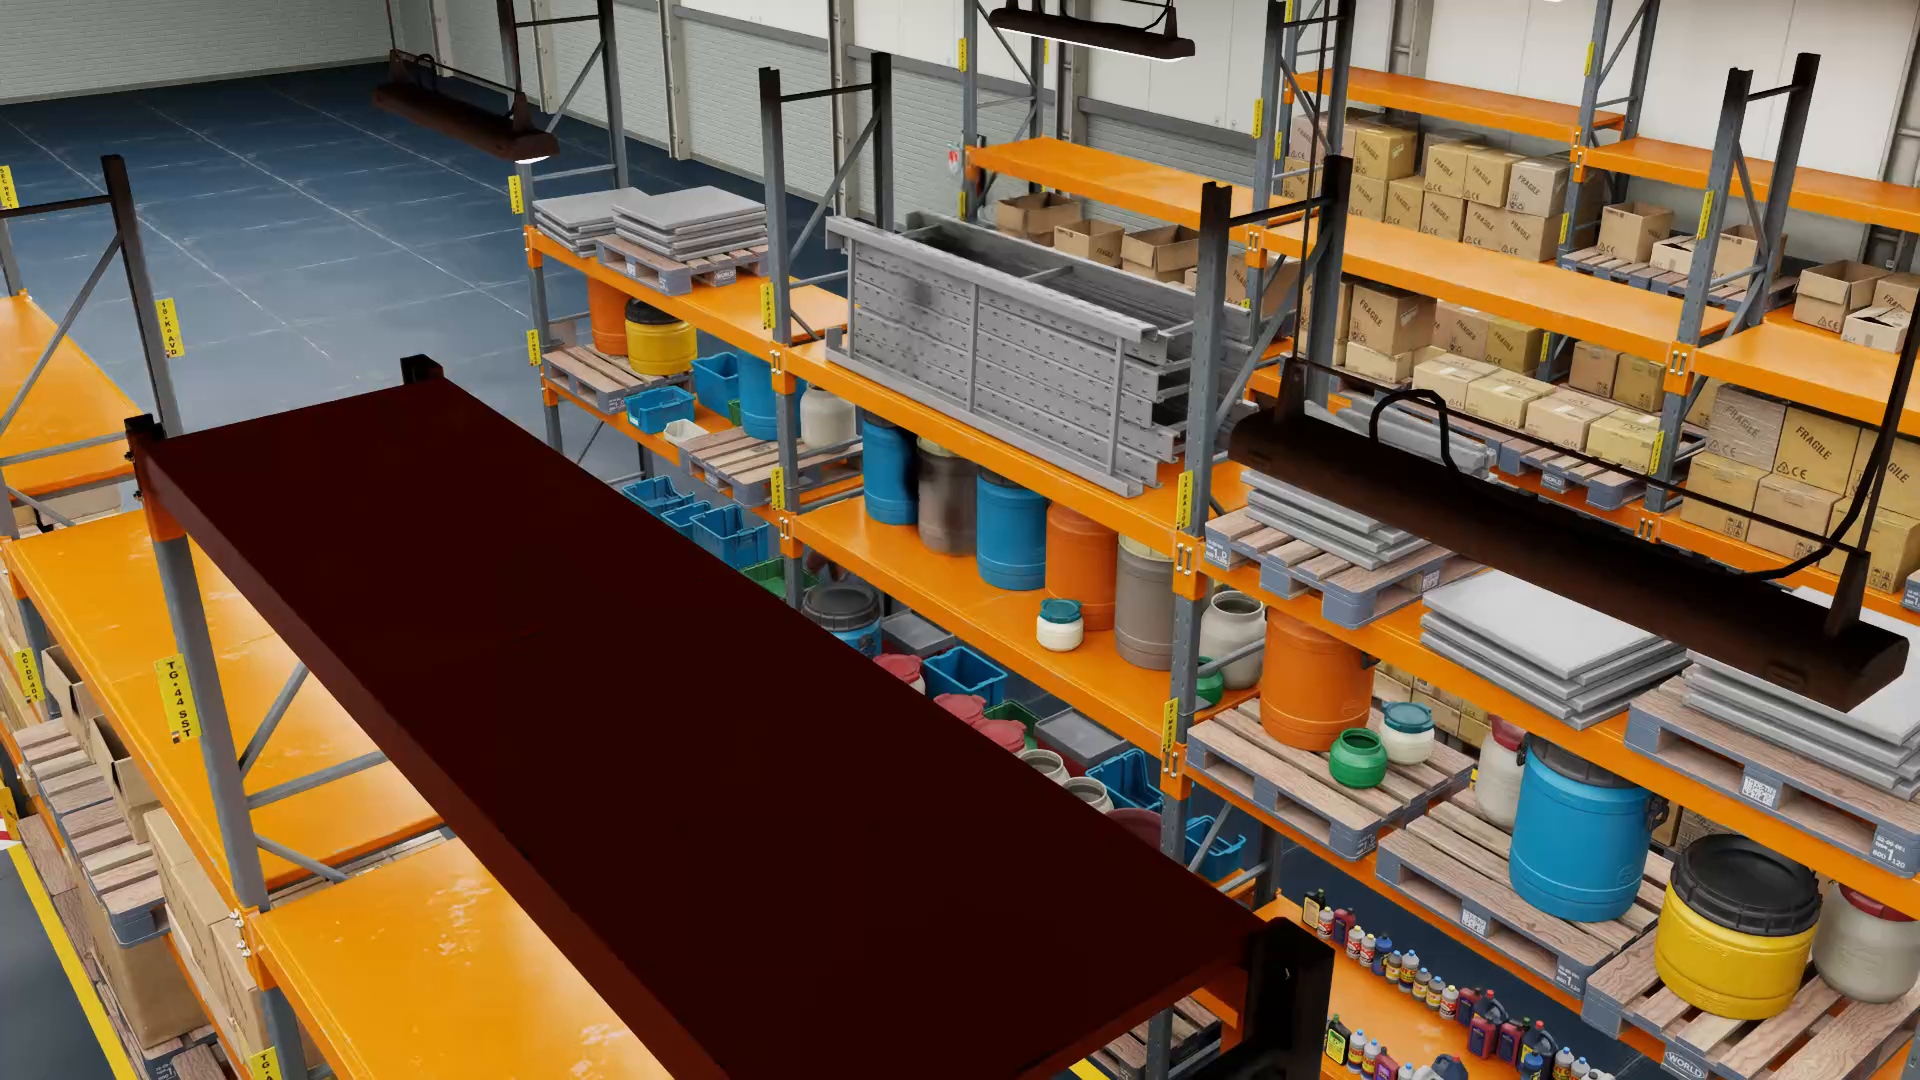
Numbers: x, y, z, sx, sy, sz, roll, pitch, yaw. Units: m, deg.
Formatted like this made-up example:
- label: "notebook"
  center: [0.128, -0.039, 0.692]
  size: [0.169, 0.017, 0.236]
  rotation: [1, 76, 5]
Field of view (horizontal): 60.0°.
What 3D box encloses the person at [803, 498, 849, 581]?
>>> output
- label: "person"
  center: [-1.236, 0.137, 16.084]
  size: [0.559, 1.725, 0.738]
  rotation: [-18, 31, -33]
